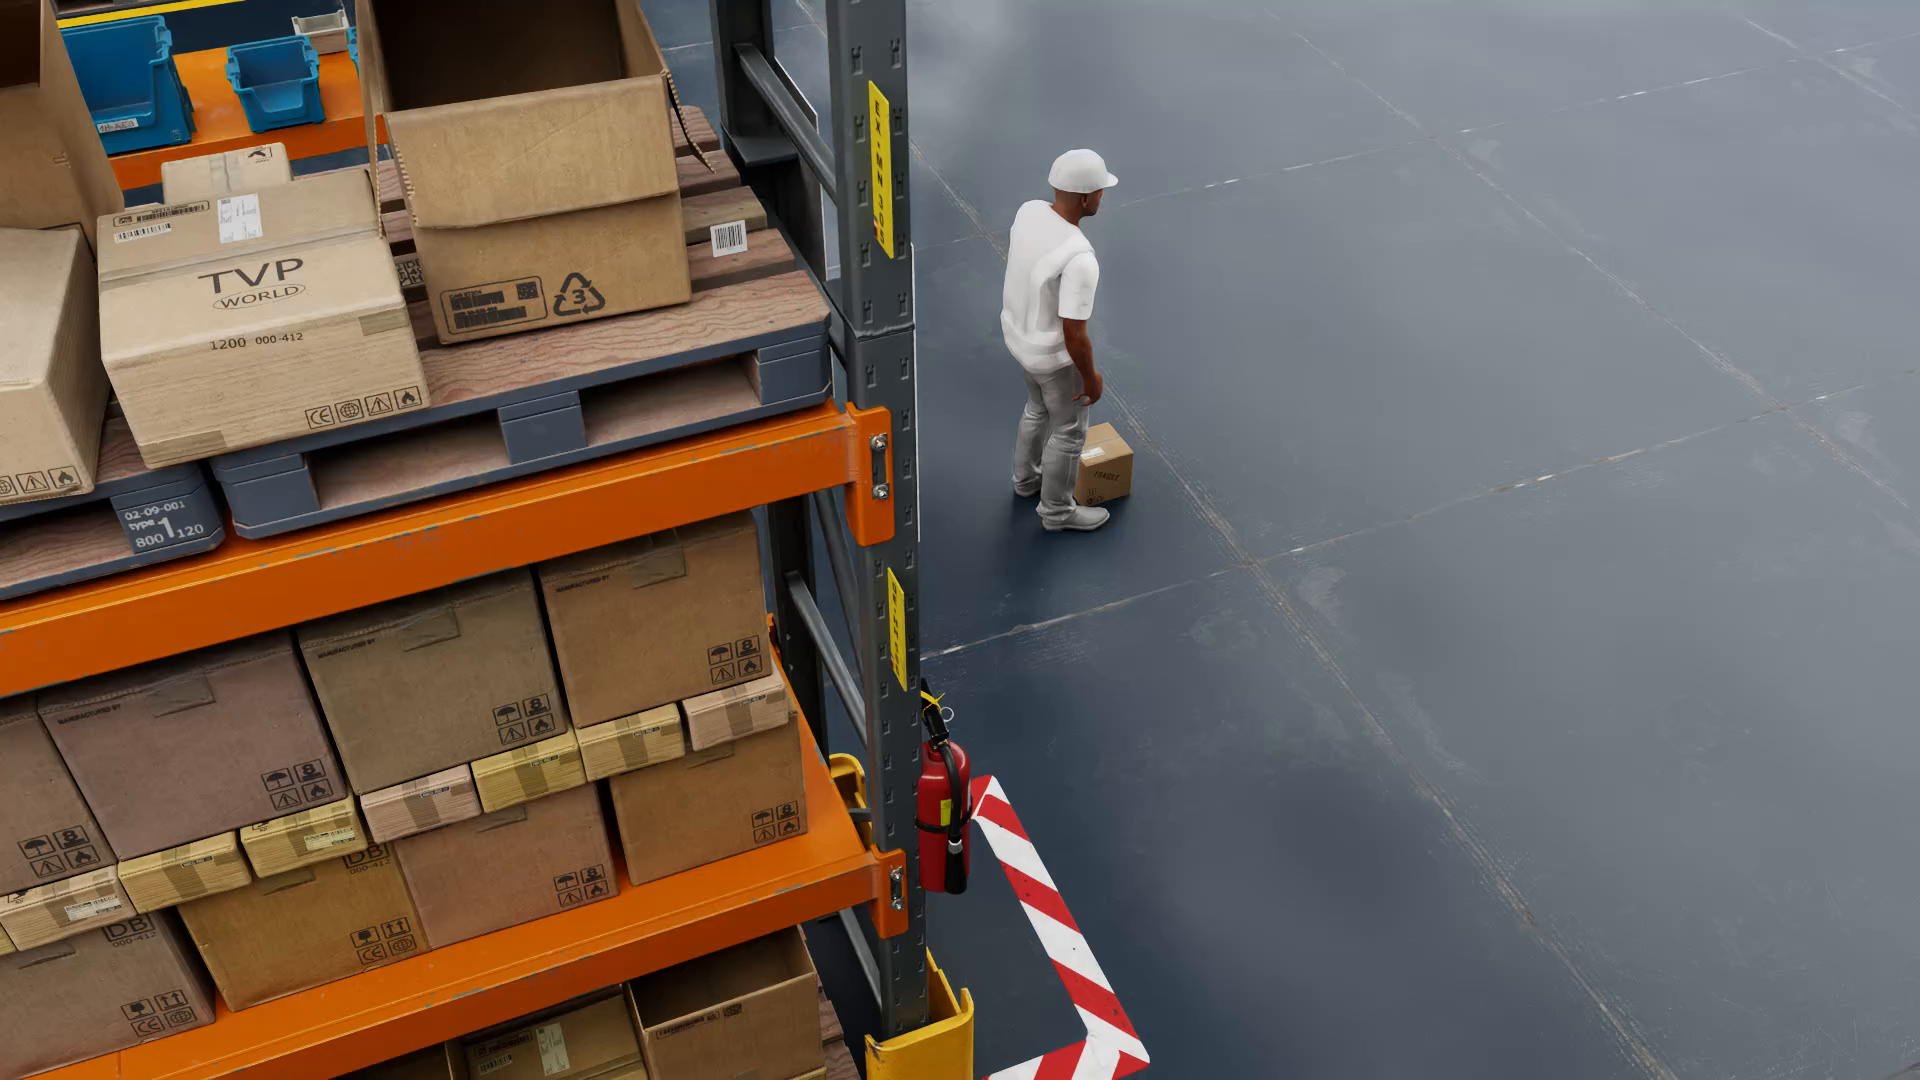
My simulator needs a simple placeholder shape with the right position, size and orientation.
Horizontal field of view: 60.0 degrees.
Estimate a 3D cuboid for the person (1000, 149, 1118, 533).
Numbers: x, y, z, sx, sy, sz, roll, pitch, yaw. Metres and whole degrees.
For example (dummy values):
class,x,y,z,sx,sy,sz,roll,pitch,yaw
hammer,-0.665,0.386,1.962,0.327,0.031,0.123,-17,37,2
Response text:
class,x,y,z,sx,sy,sz,roll,pitch,yaw
person,0.422,-0.844,7.099,0.456,1.761,0.628,-15,44,-16
